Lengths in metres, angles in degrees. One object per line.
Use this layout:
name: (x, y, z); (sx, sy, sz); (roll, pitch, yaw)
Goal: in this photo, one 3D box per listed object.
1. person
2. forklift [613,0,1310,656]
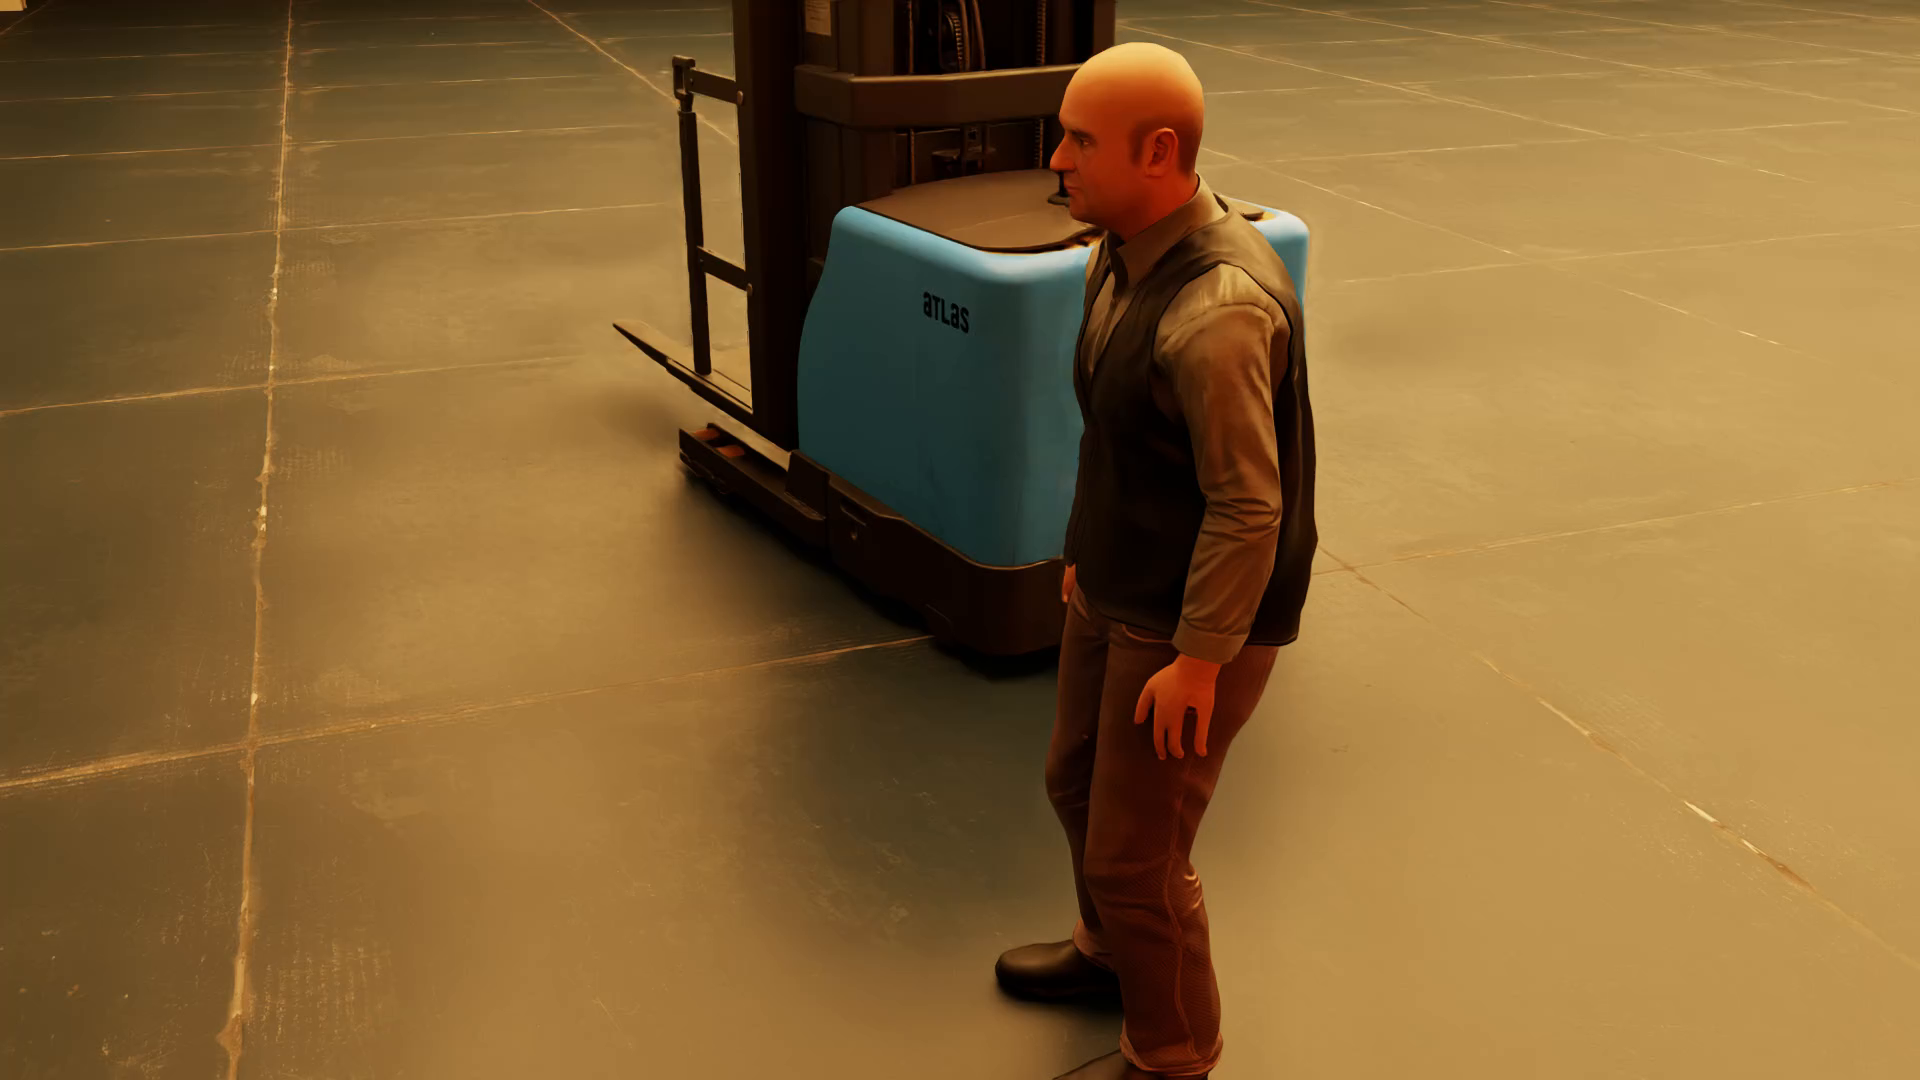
person: (0.316, 0.110, 2.604); (0.423, 1.717, 0.582); (-4, 23, -9)
forklift: (-0.281, -1.581, 5.059); (1.130, 2.935, 3.031); (-14, 26, -29)
